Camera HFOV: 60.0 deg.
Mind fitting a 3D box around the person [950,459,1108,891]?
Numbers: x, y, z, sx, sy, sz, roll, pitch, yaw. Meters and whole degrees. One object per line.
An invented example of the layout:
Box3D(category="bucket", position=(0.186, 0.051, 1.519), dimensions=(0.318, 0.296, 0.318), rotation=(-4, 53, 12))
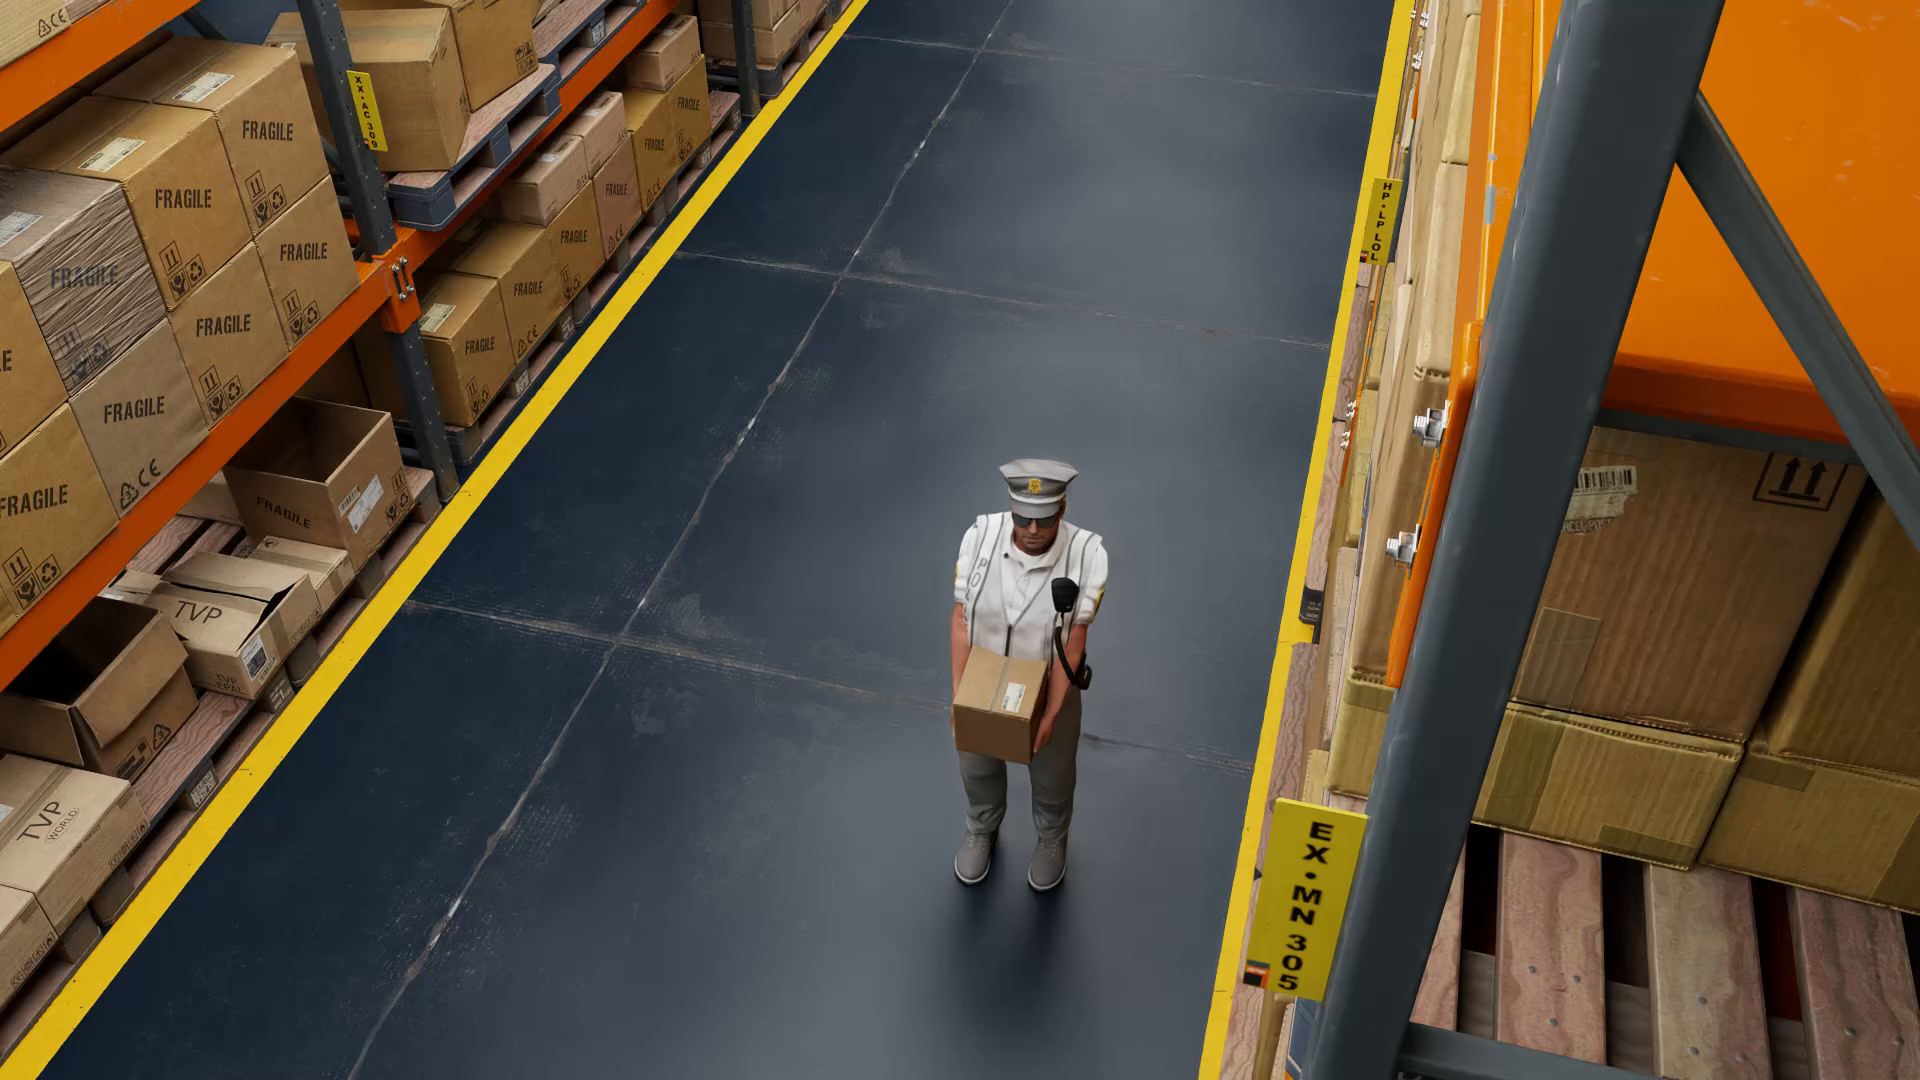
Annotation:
Box3D(category="person", position=(0.199, 0.507, 5.553), dimensions=(0.493, 1.770, 0.558), rotation=(10, 42, 12))
